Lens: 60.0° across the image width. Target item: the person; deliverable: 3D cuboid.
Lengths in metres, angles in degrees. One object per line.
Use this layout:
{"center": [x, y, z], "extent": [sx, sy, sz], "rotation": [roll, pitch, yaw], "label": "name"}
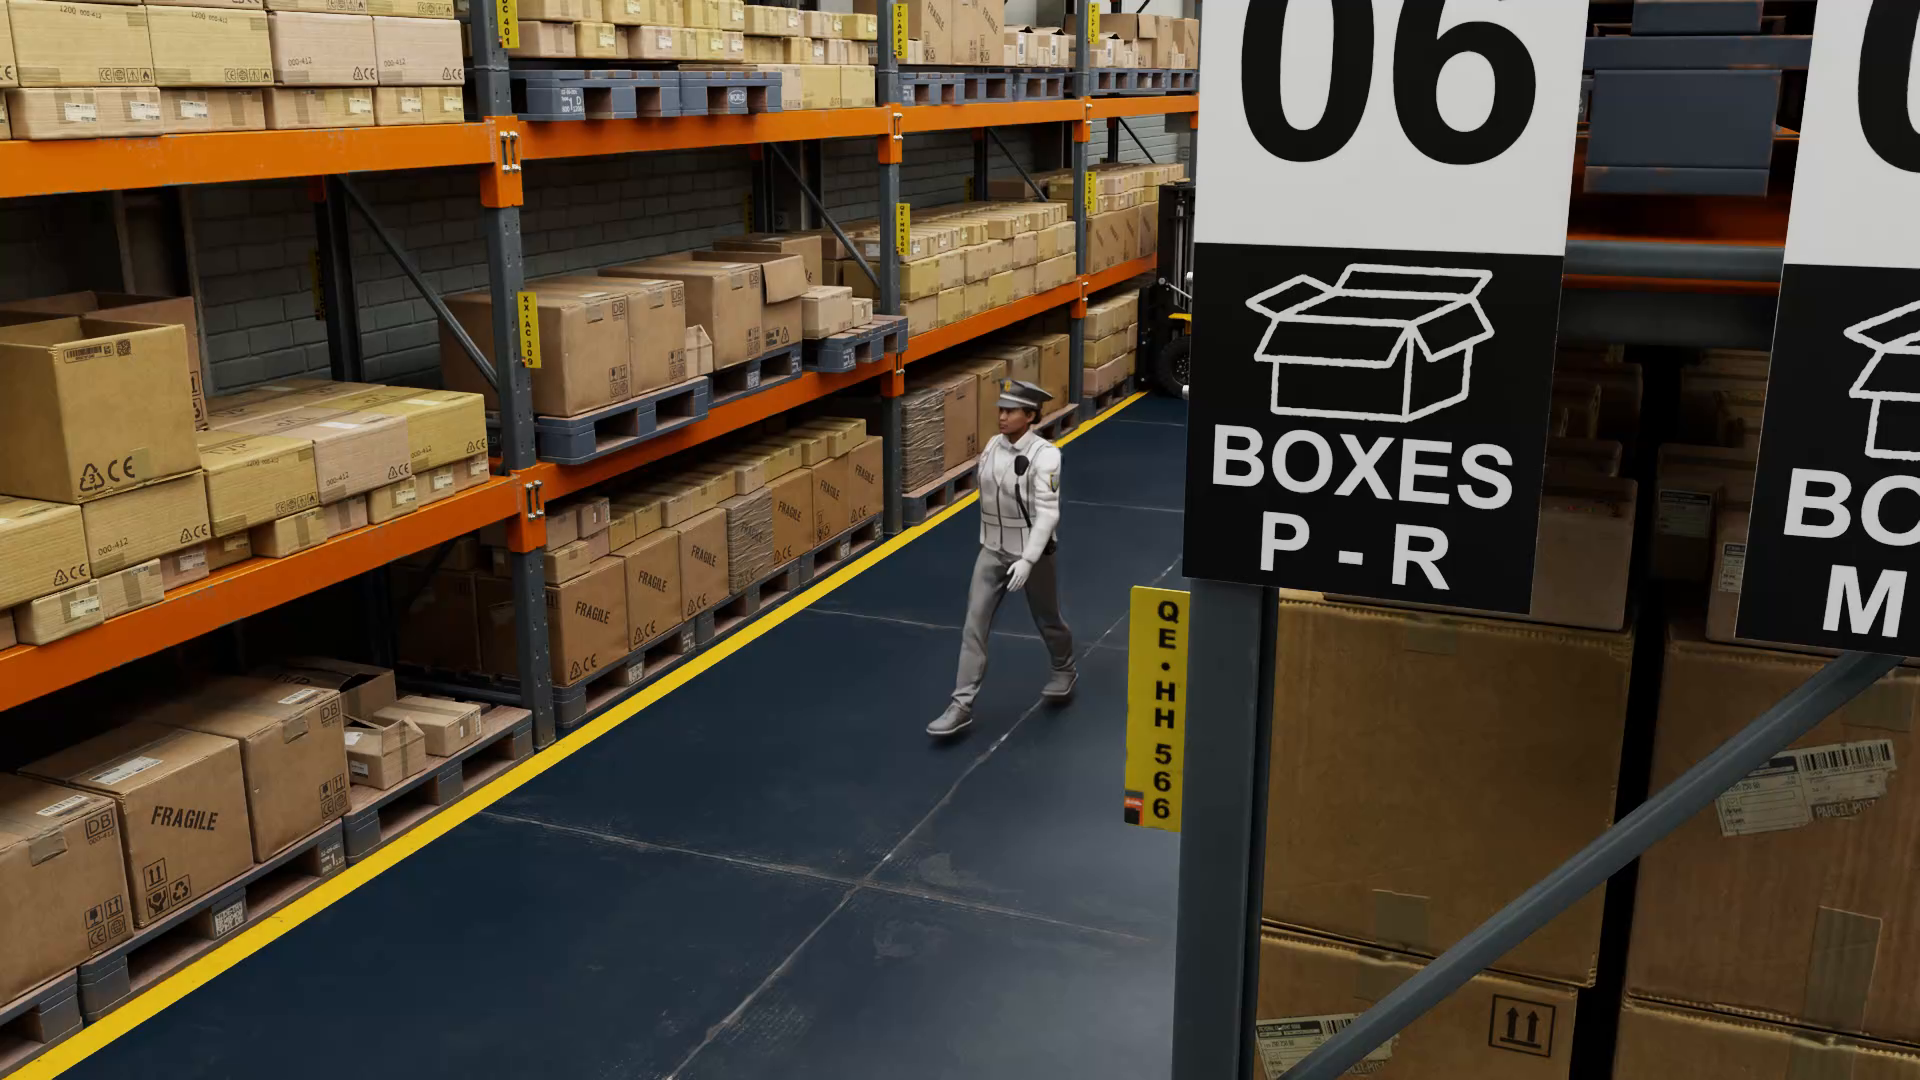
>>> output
{"center": [0.241, 0.047, 7.750], "extent": [0.496, 1.621, 1.020], "rotation": [11, 19, 35], "label": "person"}
